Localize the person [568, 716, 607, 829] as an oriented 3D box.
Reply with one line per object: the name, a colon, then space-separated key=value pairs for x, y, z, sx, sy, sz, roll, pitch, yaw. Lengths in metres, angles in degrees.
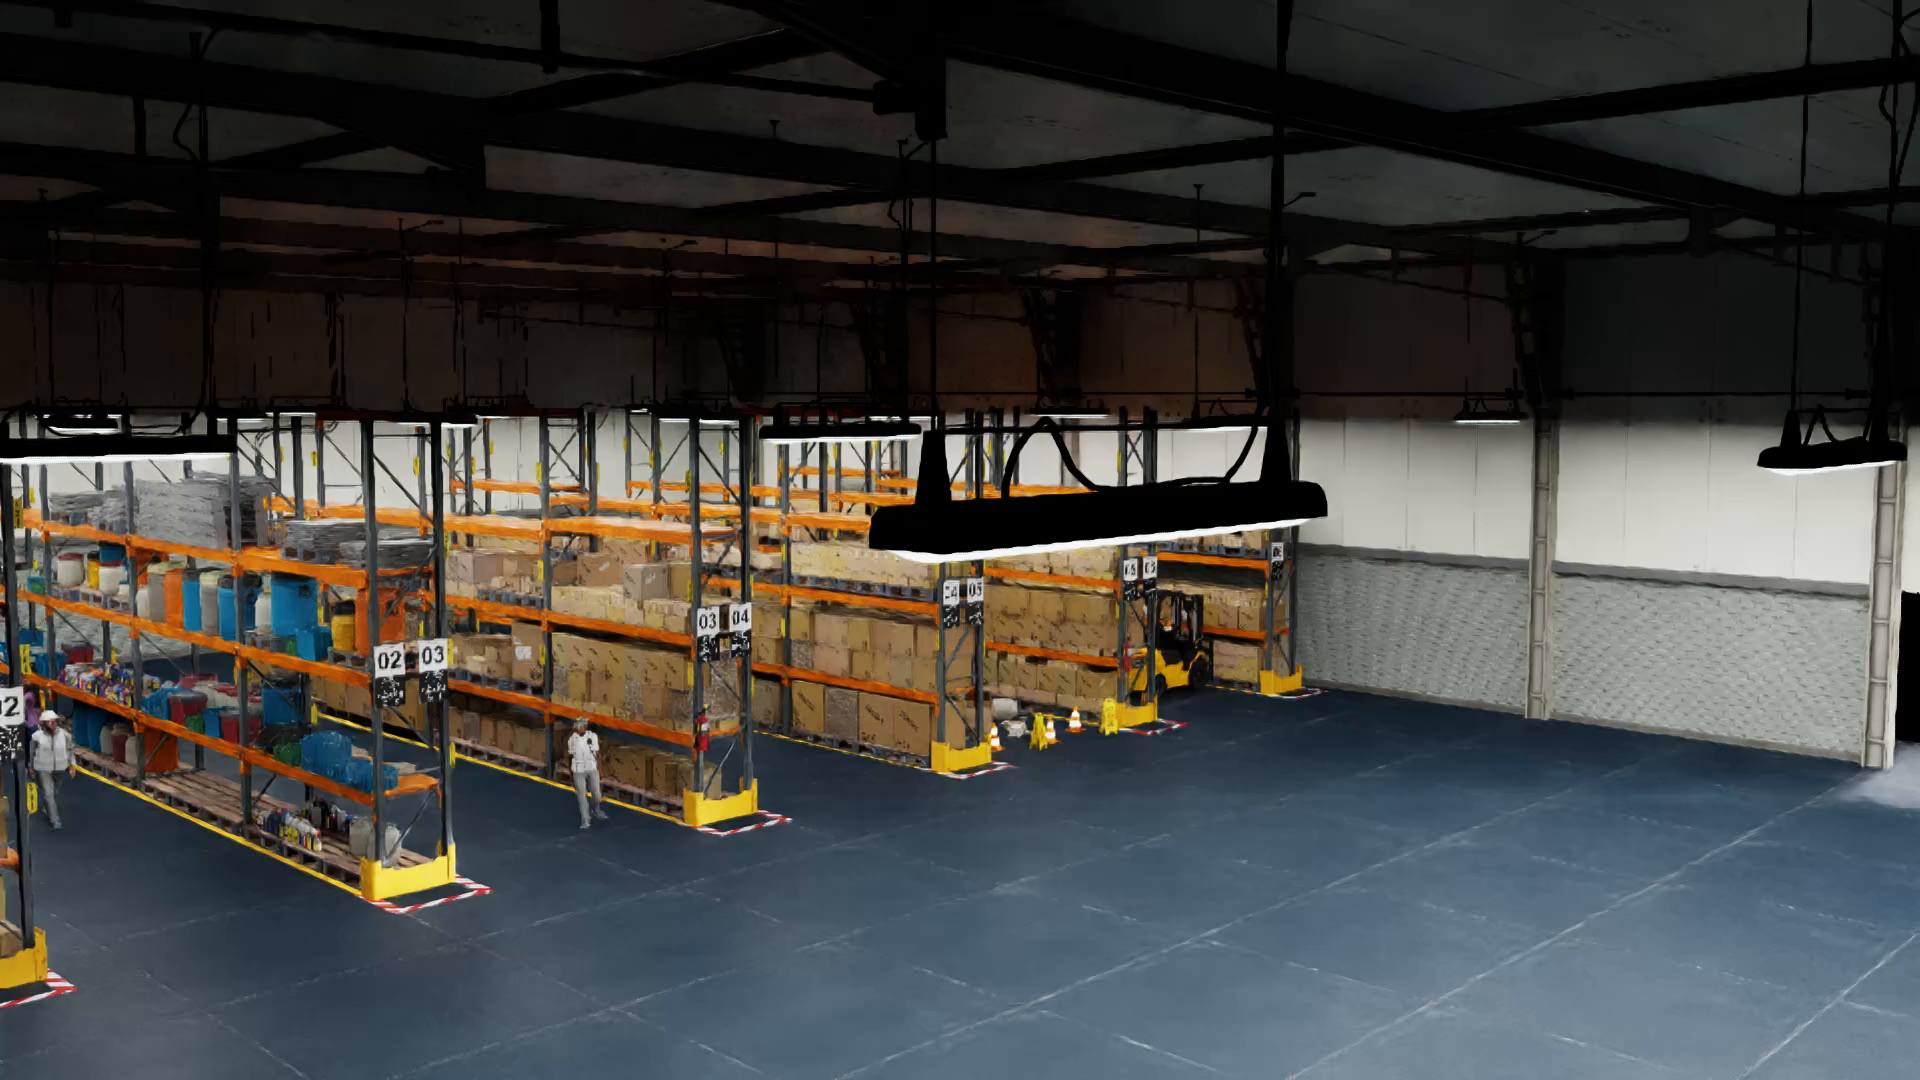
person: x=-5.436 y=3.359 z=24.226 sx=0.524 sy=1.671 sz=0.496 roll=-1 pitch=5 yaw=-8

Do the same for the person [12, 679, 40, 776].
person: x=-15.460 y=3.131 z=27.538 sx=0.527 sy=1.497 sz=0.529 roll=-2 pitch=5 yaw=-19

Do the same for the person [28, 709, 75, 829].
person: x=-13.257 y=3.320 z=24.309 sx=1.030 sy=1.725 sz=0.553 roll=5 pitch=7 yaw=43
